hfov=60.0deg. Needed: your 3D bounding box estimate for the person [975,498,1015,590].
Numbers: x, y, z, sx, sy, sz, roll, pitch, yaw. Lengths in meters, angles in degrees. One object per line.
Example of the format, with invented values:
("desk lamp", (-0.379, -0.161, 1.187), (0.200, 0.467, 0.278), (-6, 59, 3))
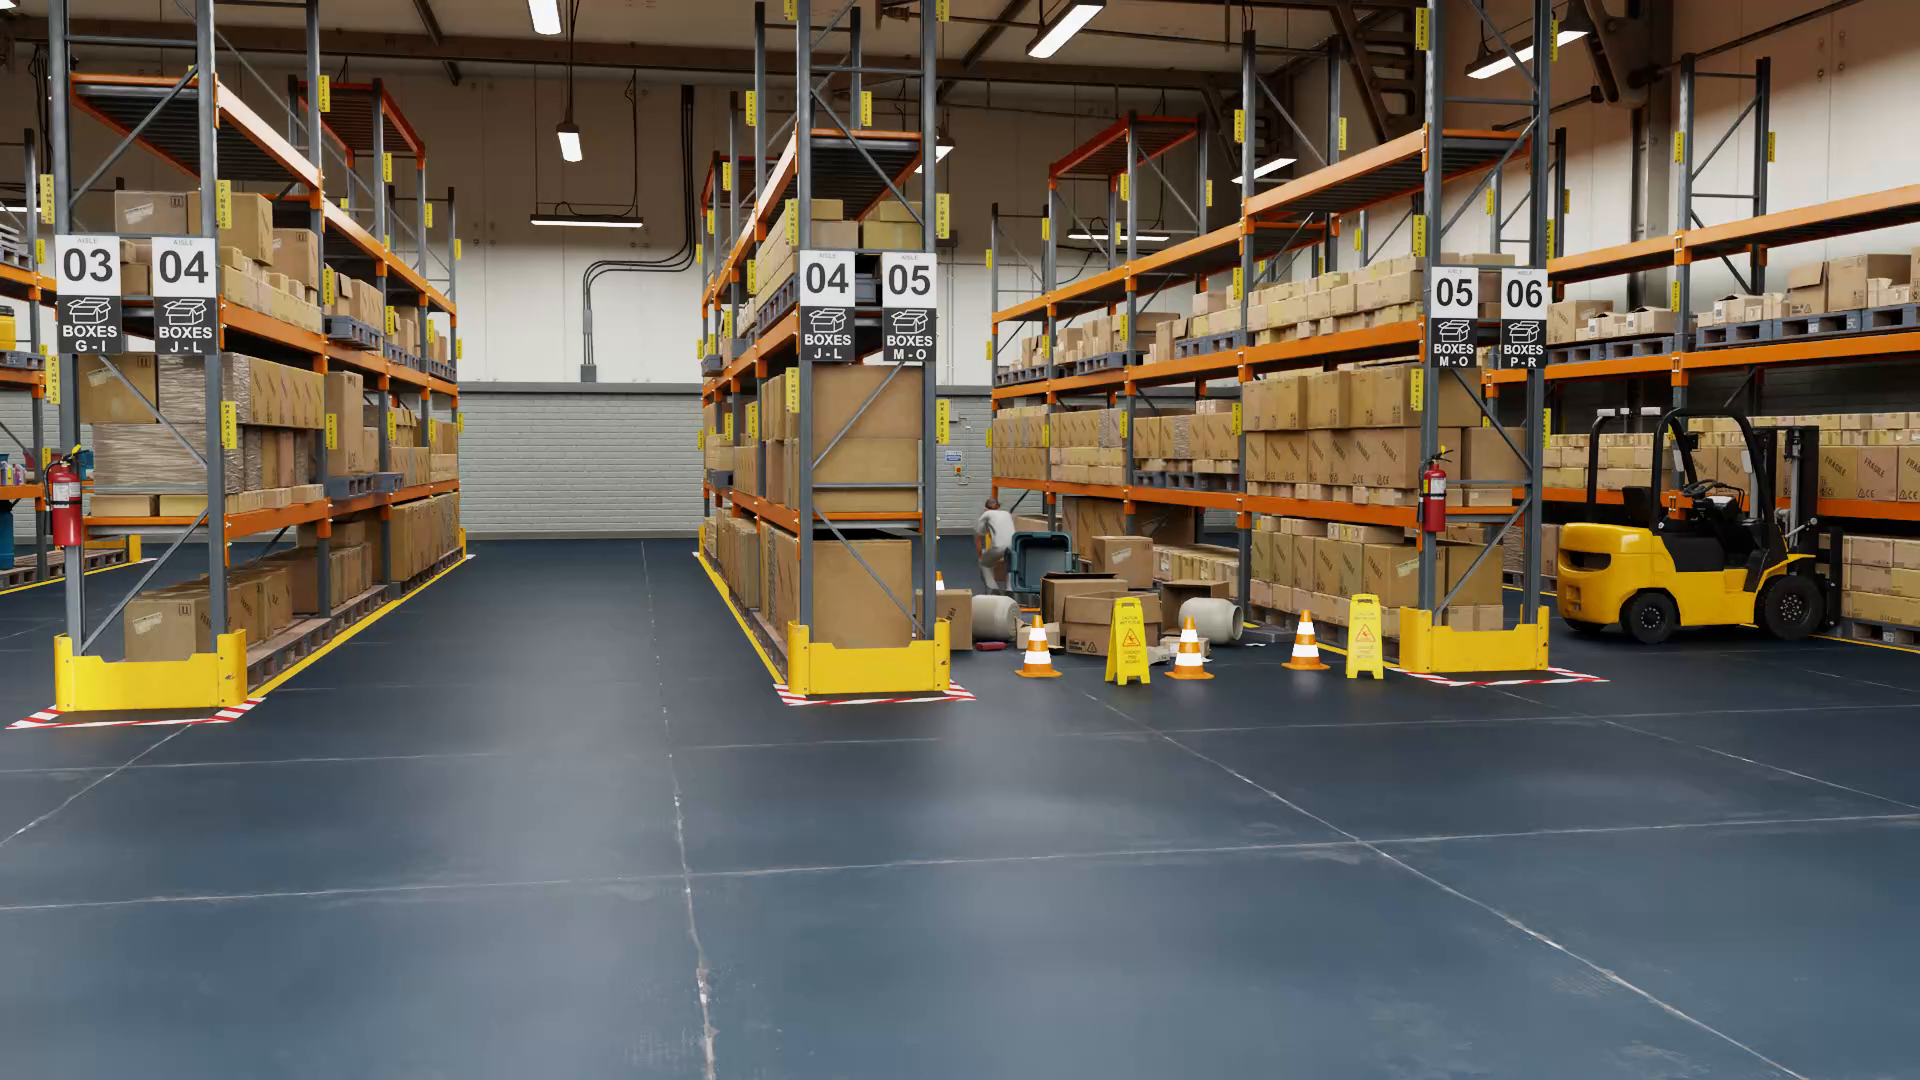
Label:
("person", (0.439, 0.112, 19.578), (0.491, 1.194, 0.725), (-1, 3, -11))
